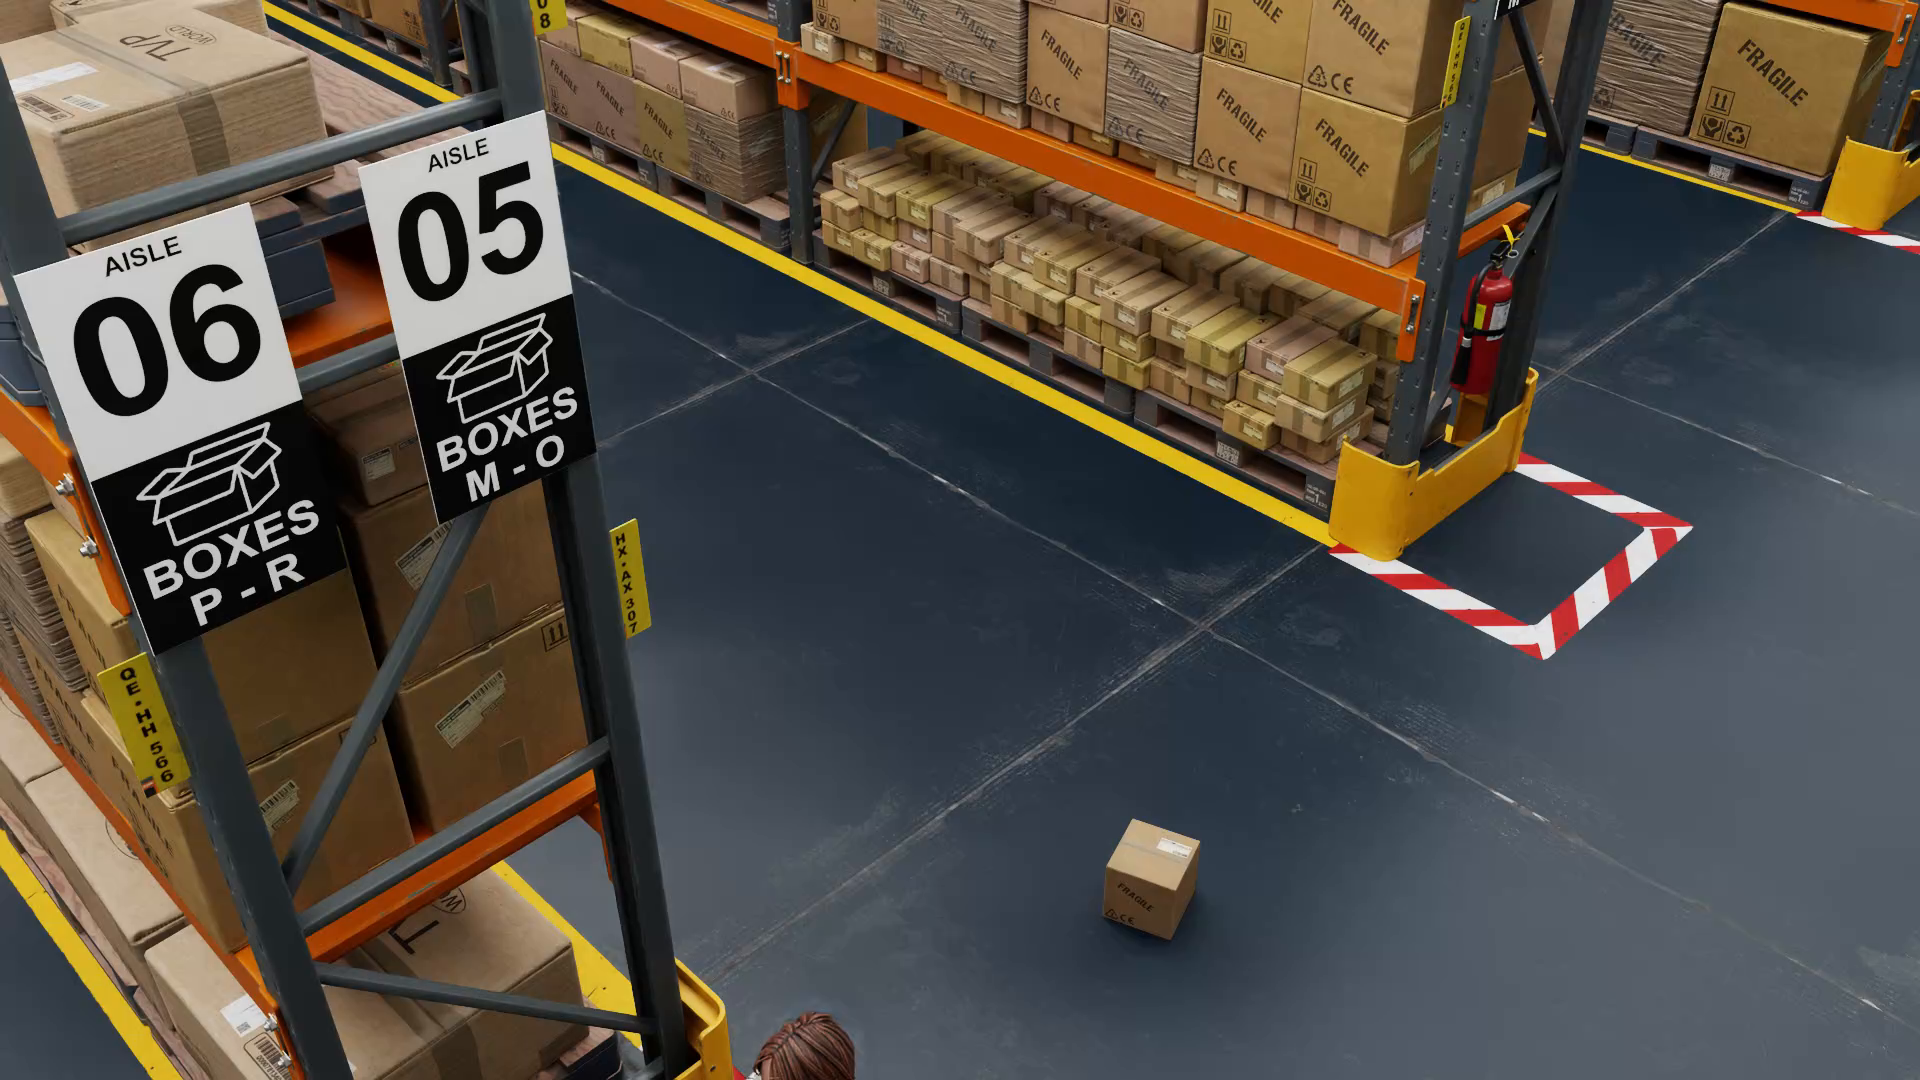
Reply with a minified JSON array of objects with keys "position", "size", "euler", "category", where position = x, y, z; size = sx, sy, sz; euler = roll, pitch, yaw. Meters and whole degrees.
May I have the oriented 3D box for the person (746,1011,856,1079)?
[{"position":[-0.331,1.684,3.848],"size":[0.452,1.623,0.550],"euler":[20,41,25],"category":"person"}]
